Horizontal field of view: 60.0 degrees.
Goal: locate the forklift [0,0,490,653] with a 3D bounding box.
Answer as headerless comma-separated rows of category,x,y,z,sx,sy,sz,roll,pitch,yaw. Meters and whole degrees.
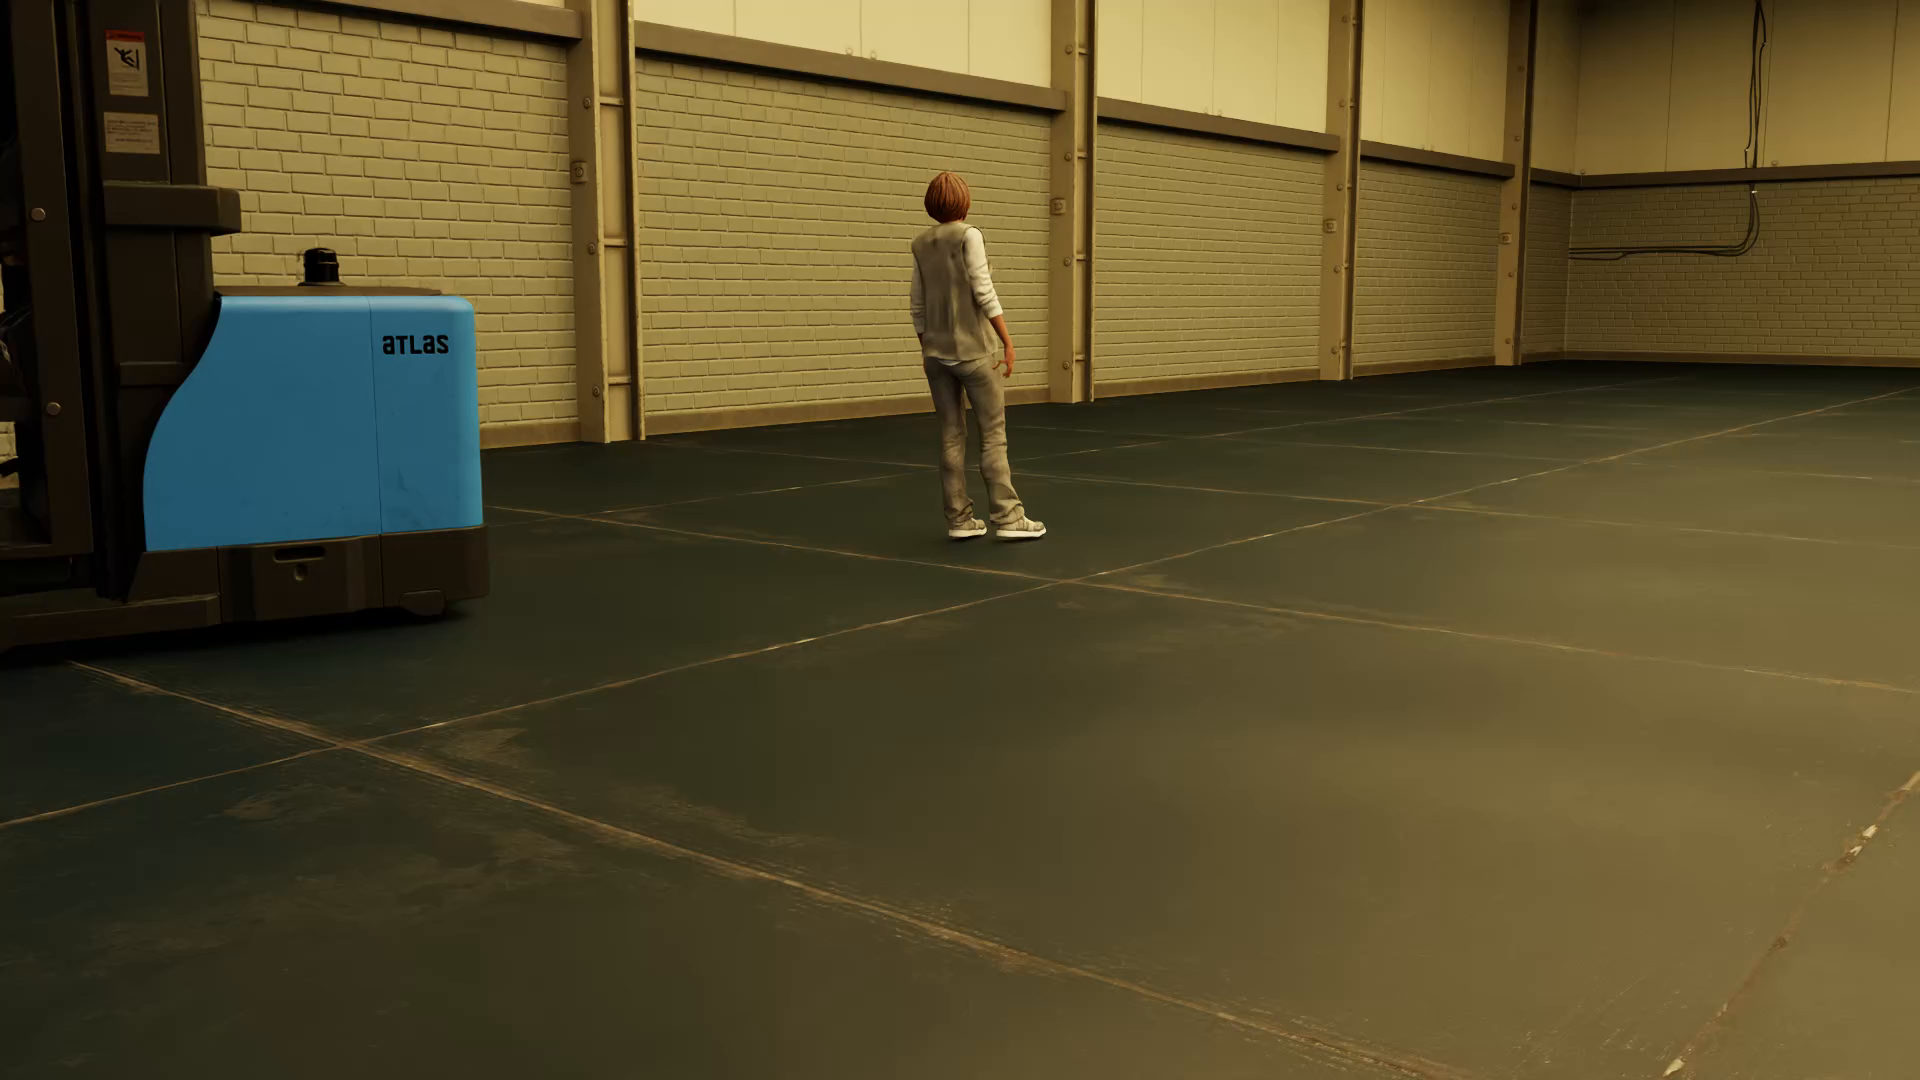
forklift,-3.110,-1.132,5.018,3.031,2.935,1.130,-5,10,-33

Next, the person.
person,0.058,-0.804,7.337,0.521,1.599,0.473,7,11,38
